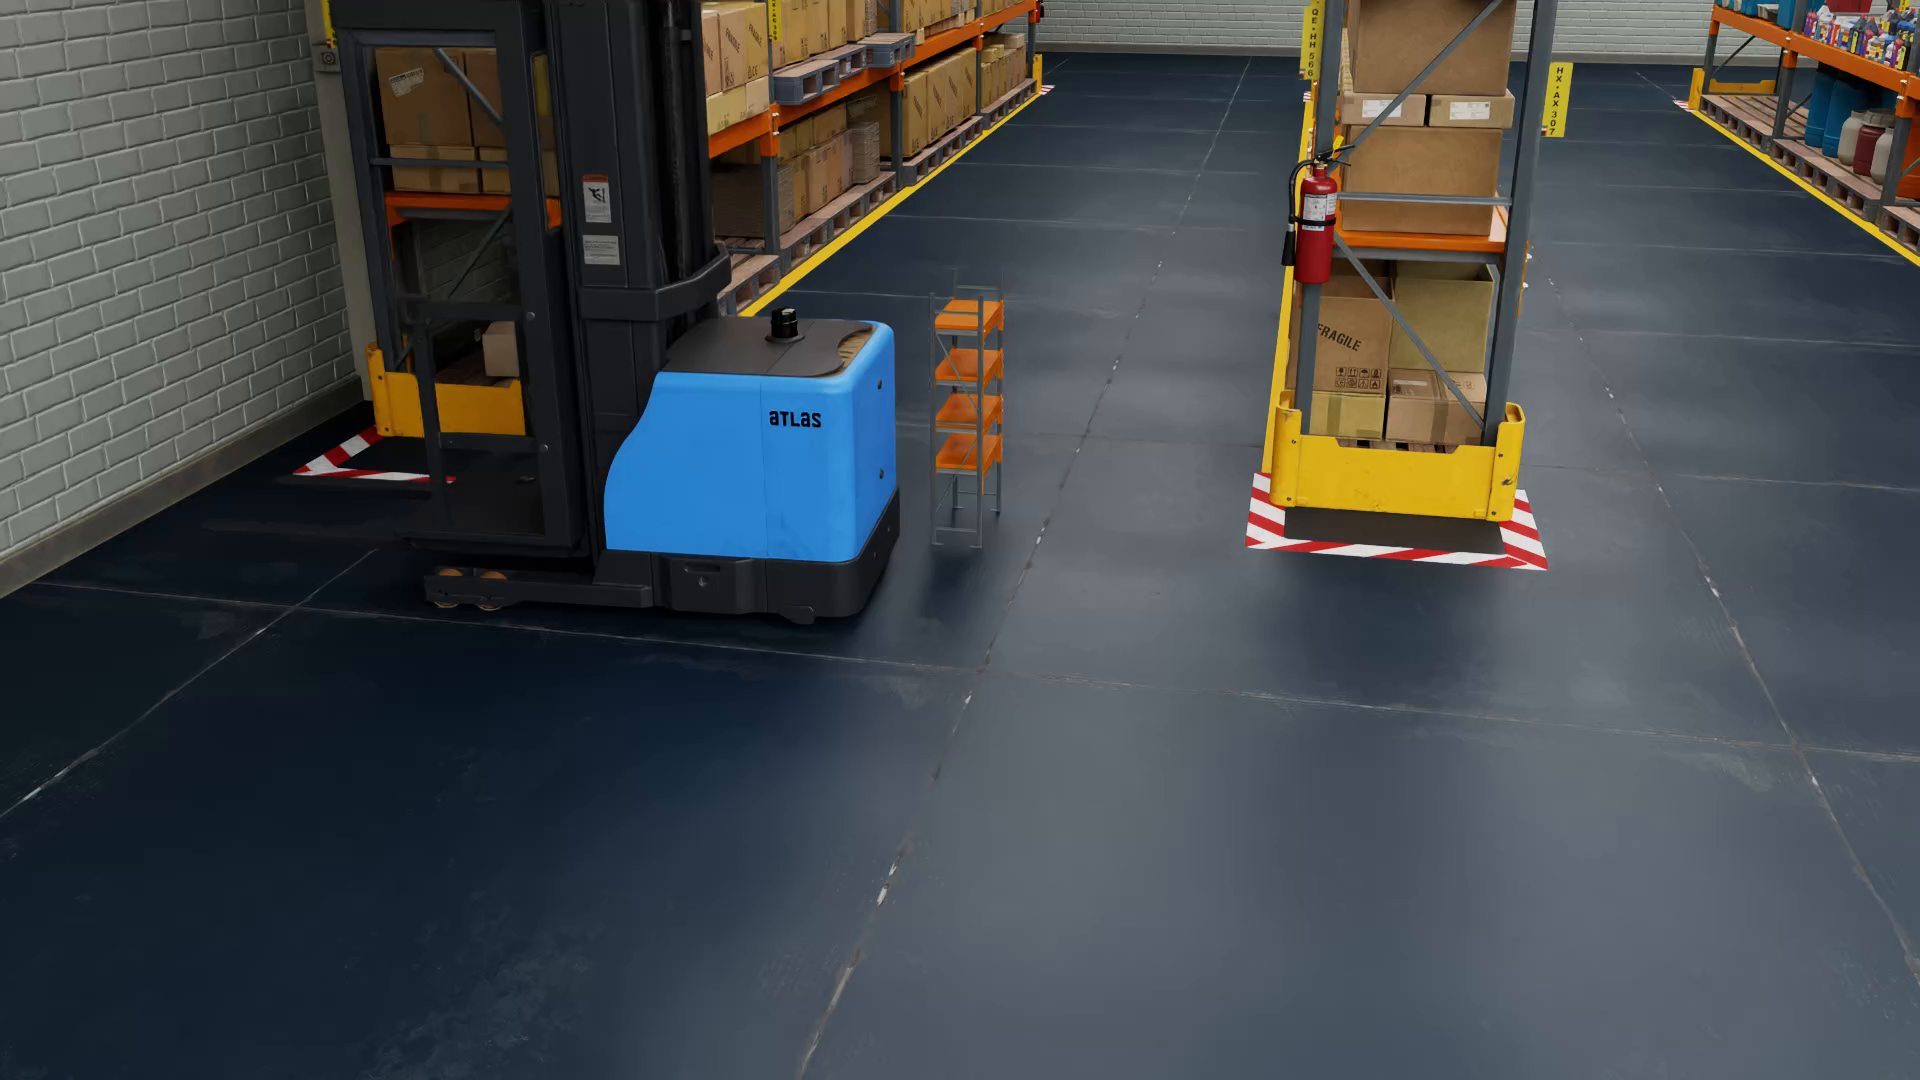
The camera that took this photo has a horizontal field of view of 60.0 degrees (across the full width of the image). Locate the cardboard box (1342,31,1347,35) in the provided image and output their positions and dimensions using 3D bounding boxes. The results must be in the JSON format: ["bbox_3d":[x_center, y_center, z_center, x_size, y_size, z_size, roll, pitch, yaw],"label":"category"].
[{"bbox_3d":[2.672,-3.228,10.851,0.380,0.149,0.250,5,22,12],"label":"cardboard box"}]

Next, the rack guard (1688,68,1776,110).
[{"bbox_3d":[10.257,-5.916,21.873,1.175,0.500,0.348,4,22,11],"label":"rack guard"}]

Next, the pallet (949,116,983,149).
[{"bbox_3d":[-0.334,-4.776,19.431,1.003,0.211,1.213,4,22,11],"label":"pallet"}]

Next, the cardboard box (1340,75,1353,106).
[{"bbox_3d":[2.147,-2.284,8.507,0.380,0.149,0.250,4,22,10],"label":"cardboard box"}]

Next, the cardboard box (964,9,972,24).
[{"bbox_3d":[-0.070,-6.011,19.074,0.380,0.149,0.250,5,22,12],"label":"cardboard box"}]

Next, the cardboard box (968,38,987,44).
[{"bbox_3d":[0.146,-6.584,22.103,0.380,0.149,0.250,5,22,12],"label":"cardboard box"}]

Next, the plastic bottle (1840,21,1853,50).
[{"bbox_3d":[8.694,-4.939,16.274,0.097,0.271,0.097,0,22,0],"label":"plastic bottle"}]

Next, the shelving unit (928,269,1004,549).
[{"bbox_3d":[0.034,-0.617,7.780,0.258,1.200,0.503,4,22,11],"label":"shelving unit"}]

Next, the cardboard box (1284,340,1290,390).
[{"bbox_3d":[2.062,-0.915,9.228,0.500,0.250,0.500,4,22,11],"label":"cardboard box"}]

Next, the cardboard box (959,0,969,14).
[{"bbox_3d":[-0.192,-6.176,18.615,0.500,0.500,0.500,5,22,11],"label":"cardboard box"}]

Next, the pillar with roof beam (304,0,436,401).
[{"bbox_3d":[0.812,-4.746,7.591,9.100,9.000,0.400,4,22,11],"label":"pillar with roof beam"}]

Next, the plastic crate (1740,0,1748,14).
[{"bbox_3d":[9.623,-6.469,20.044,0.416,0.233,0.300,4,22,11],"label":"plastic crate"}]

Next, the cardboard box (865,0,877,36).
[{"bbox_3d":[-1.153,-4.973,15.463,0.700,0.500,0.500,2,22,5],"label":"cardboard box"}]

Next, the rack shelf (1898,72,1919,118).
[{"bbox_3d":[8.224,-3.075,12.435,1.077,0.370,4.000,4,22,11],"label":"rack shelf"}]

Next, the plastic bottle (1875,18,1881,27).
[{"bbox_3d":[9.559,-5.344,17.374,0.097,0.201,0.097,0,22,0],"label":"plastic bottle"}]

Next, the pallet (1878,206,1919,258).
[{"bbox_3d":[8.436,-2.566,13.942,1.003,0.211,1.213,4,22,11],"label":"pallet"}]

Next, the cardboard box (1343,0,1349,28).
[{"bbox_3d":[3.802,-4.999,15.554,0.700,0.500,0.500,-3,22,-7],"label":"cardboard box"}]

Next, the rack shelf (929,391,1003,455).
[{"bbox_3d":[0.034,-0.555,7.805,0.258,0.148,0.480,4,22,11],"label":"rack shelf"}]

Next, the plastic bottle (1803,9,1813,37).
[{"bbox_3d":[8.956,-5.447,17.519,0.061,0.283,0.133,4,22,11],"label":"plastic bottle"}]

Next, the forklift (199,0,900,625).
[{"bbox_3d":[-1.842,-1.247,7.026,3.031,2.935,1.130,3,22,8],"label":"forklift"}]

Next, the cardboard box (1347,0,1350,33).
[{"bbox_3d":[2.883,-3.541,10.761,0.700,0.500,0.500,5,22,11],"label":"cardboard box"}]

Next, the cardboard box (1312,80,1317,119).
[{"bbox_3d":[4.439,-5.256,19.646,0.500,0.500,0.500,4,22,11],"label":"cardboard box"}]

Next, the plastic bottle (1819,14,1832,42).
[{"bbox_3d":[8.856,-5.228,16.993,0.097,0.271,0.097,0,22,0],"label":"plastic bottle"}]

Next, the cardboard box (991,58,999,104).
[{"bbox_3d":[0.109,-5.842,21.128,0.700,0.500,0.500,4,22,10],"label":"cardboard box"}]

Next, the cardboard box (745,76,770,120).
[{"bbox_3d":[-1.683,-3.175,11.897,0.500,0.250,0.500,5,22,11],"label":"cardboard box"}]

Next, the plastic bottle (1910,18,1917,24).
[{"bbox_3d":[9.507,-5.058,16.564,0.152,0.276,0.135,4,22,11],"label":"plastic bottle"}]

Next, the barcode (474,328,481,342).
[{"bbox_3d":[-2.857,-1.213,9.849,0.001,0.075,0.075,4,22,11],"label":"barcode"}]

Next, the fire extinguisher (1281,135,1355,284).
[{"bbox_3d":[1.673,-1.549,7.788,0.296,0.674,0.183,4,22,11],"label":"fire extinguisher"}]

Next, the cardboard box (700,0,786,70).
[{"bbox_3d":[-1.745,-3.866,12.715,0.700,0.500,0.500,5,22,11],"label":"cardboard box"}]

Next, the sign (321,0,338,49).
[{"bbox_3d":[-3.238,-2.702,8.576,0.100,0.325,0.005,4,22,11],"label":"sign"}]

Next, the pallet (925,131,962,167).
[{"bbox_3d":[-0.581,-4.329,18.319,1.003,0.211,1.213,4,22,11],"label":"pallet"}]

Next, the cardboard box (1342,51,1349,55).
[{"bbox_3d":[2.411,-2.753,9.671,0.380,0.149,0.250,4,22,10],"label":"cardboard box"}]

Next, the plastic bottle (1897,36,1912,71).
[{"bbox_3d":[8.297,-4.266,14.587,0.061,0.283,0.133,4,22,11],"label":"plastic bottle"}]

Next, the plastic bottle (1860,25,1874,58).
[{"bbox_3d":[8.530,-4.684,15.625,0.061,0.283,0.133,4,22,11],"label":"plastic bottle"}]

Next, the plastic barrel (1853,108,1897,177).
[{"bbox_3d":[8.946,-3.809,15.962,0.600,0.588,0.708,4,22,11],"label":"plastic barrel"}]

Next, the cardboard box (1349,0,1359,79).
[{"bbox_3d":[2.372,-2.623,8.481,0.700,0.500,0.500,4,22,10],"label":"cardboard box"}]

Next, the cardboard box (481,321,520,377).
[{"bbox_3d":[-2.470,-1.172,9.759,0.500,0.311,0.500,2,22,5],"label":"cardboard box"}]

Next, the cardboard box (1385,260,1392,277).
[{"bbox_3d":[2.668,-1.406,9.444,0.500,0.500,0.500,4,22,11],"label":"cardboard box"}]

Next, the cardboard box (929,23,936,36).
[{"bbox_3d":[-0.470,-5.452,17.686,0.380,0.149,0.250,5,22,11],"label":"cardboard box"}]

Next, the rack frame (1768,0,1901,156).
[{"bbox_3d":[9.448,-5.603,17.749,1.000,3.000,0.127,4,22,11],"label":"rack frame"}]

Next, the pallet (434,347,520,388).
[{"bbox_3d":[-2.483,-0.998,10.049,1.003,0.211,1.213,4,22,11],"label":"pallet"}]

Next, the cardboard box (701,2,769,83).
[{"bbox_3d":[-1.676,-3.523,11.756,0.500,0.500,0.500,4,22,11],"label":"cardboard box"}]

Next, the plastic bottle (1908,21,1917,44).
[{"bbox_3d":[9.306,-4.925,16.239,0.097,0.271,0.097,0,22,0],"label":"plastic bottle"}]

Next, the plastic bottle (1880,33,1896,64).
[{"bbox_3d":[8.425,-4.457,15.077,0.097,0.271,0.097,0,22,0],"label":"plastic bottle"}]

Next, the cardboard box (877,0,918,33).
[{"bbox_3d":[-0.717,-5.247,16.307,0.500,0.500,0.500,5,22,13],"label":"cardboard box"}]

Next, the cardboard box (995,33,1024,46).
[{"bbox_3d":[0.673,-6.832,22.719,0.380,0.149,0.250,4,22,10],"label":"cardboard box"}]

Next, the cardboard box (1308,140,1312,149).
[{"bbox_3d":[3.291,-3.336,14.490,0.500,0.311,0.500,4,22,10],"label":"cardboard box"}]

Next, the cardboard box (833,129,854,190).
[{"bbox_3d":[-1.381,-3.493,15.268,0.700,0.500,0.500,4,22,11],"label":"cardboard box"}]

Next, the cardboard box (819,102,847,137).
[{"bbox_3d":[-1.340,-3.816,15.068,0.500,0.250,0.500,5,22,12],"label":"cardboard box"}]

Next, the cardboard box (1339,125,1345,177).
[{"bbox_3d":[2.572,-2.375,9.603,0.700,0.500,0.500,5,23,13],"label":"cardboard box"}]

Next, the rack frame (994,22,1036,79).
[{"bbox_3d":[0.566,-7.821,23.257,1.000,3.000,0.127,4,22,11],"label":"rack frame"}]

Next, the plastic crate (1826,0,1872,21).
[{"bbox_3d":[9.876,-5.967,18.490,0.402,0.464,0.583,4,22,11],"label":"plastic crate"}]

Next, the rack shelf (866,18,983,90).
[{"bbox_3d":[-0.658,-5.293,17.943,1.077,0.370,4.000,4,22,11],"label":"rack shelf"}]
